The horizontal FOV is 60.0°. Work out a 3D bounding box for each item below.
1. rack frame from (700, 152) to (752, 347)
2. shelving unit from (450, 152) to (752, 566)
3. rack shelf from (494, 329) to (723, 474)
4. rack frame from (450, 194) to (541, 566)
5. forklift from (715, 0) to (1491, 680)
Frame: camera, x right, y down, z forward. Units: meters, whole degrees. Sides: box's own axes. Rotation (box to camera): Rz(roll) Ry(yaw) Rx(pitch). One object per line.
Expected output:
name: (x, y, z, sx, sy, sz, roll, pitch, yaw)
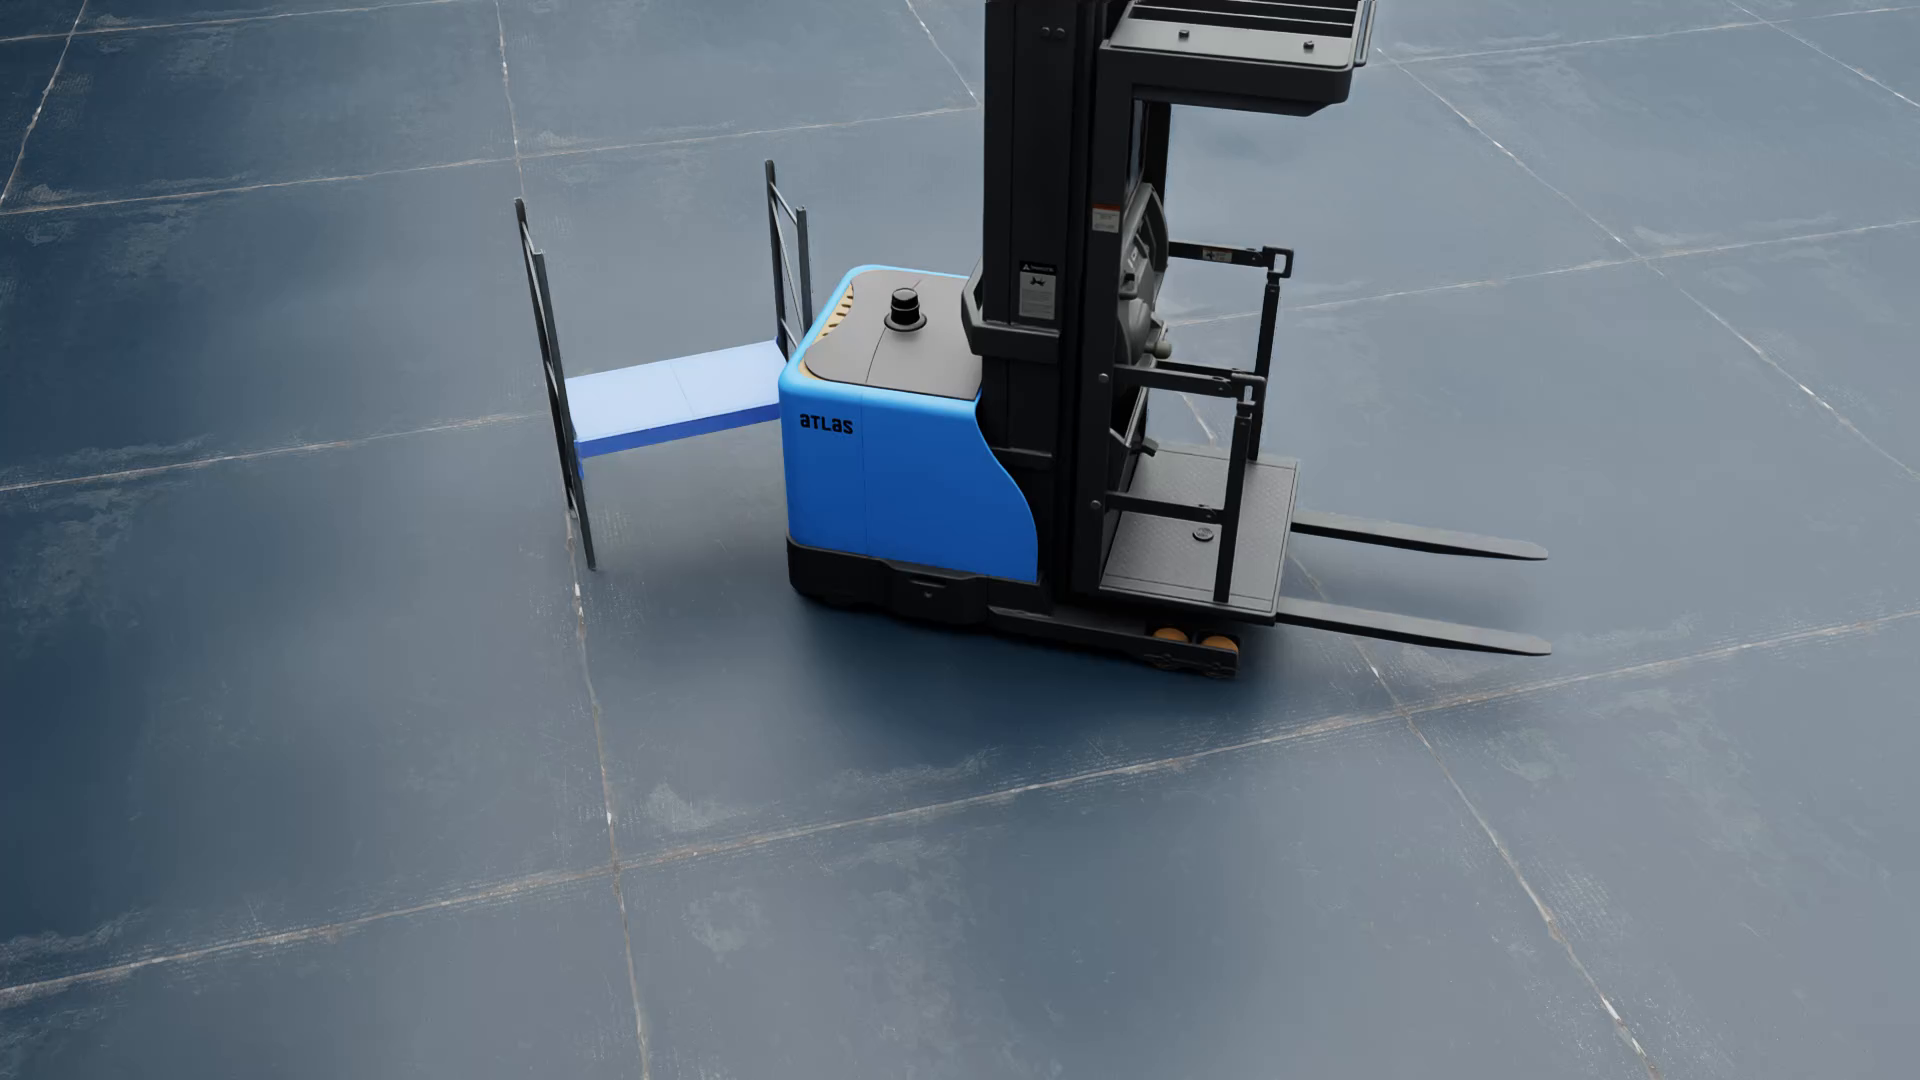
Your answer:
rack frame: (-0.965, -0.866, 7.147, 0.032, 1.500, 0.500, -14, 40, -18)
shelving unit: (-1.433, -0.746, 6.991, 1.048, 1.500, 0.538, -14, 40, -18)
rack shelf: (-1.433, -0.603, 7.100, 1.000, 0.185, 0.538, -14, 40, -18)
rack frame: (-1.902, -0.627, 6.835, 0.032, 1.500, 0.500, -14, 40, -18)
forklift: (0.605, -0.980, 6.119, 3.031, 2.935, 1.130, 13, 39, 16)
